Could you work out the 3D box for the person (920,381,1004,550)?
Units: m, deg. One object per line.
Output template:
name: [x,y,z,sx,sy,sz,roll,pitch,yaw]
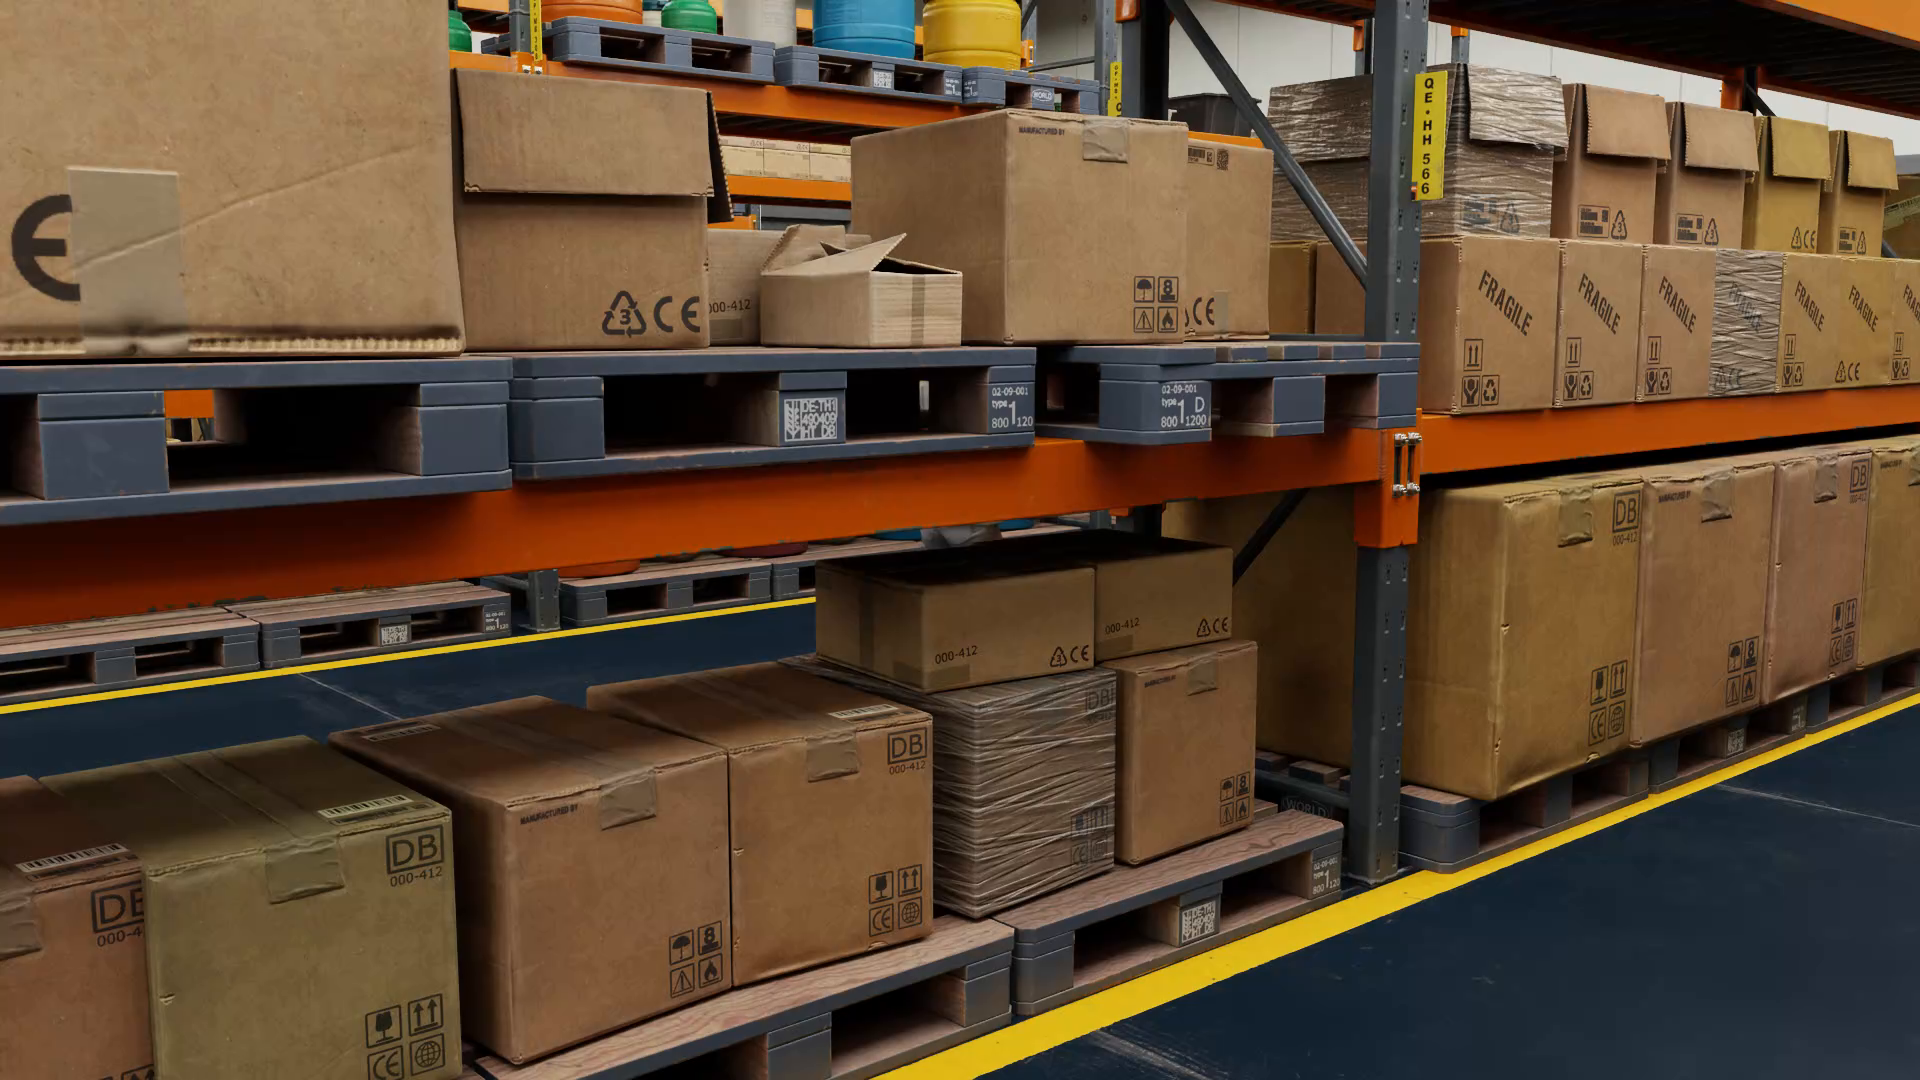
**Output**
person: [0.076,-0.060,6.303,0.494,1.593,0.404,-6,10,-40]
